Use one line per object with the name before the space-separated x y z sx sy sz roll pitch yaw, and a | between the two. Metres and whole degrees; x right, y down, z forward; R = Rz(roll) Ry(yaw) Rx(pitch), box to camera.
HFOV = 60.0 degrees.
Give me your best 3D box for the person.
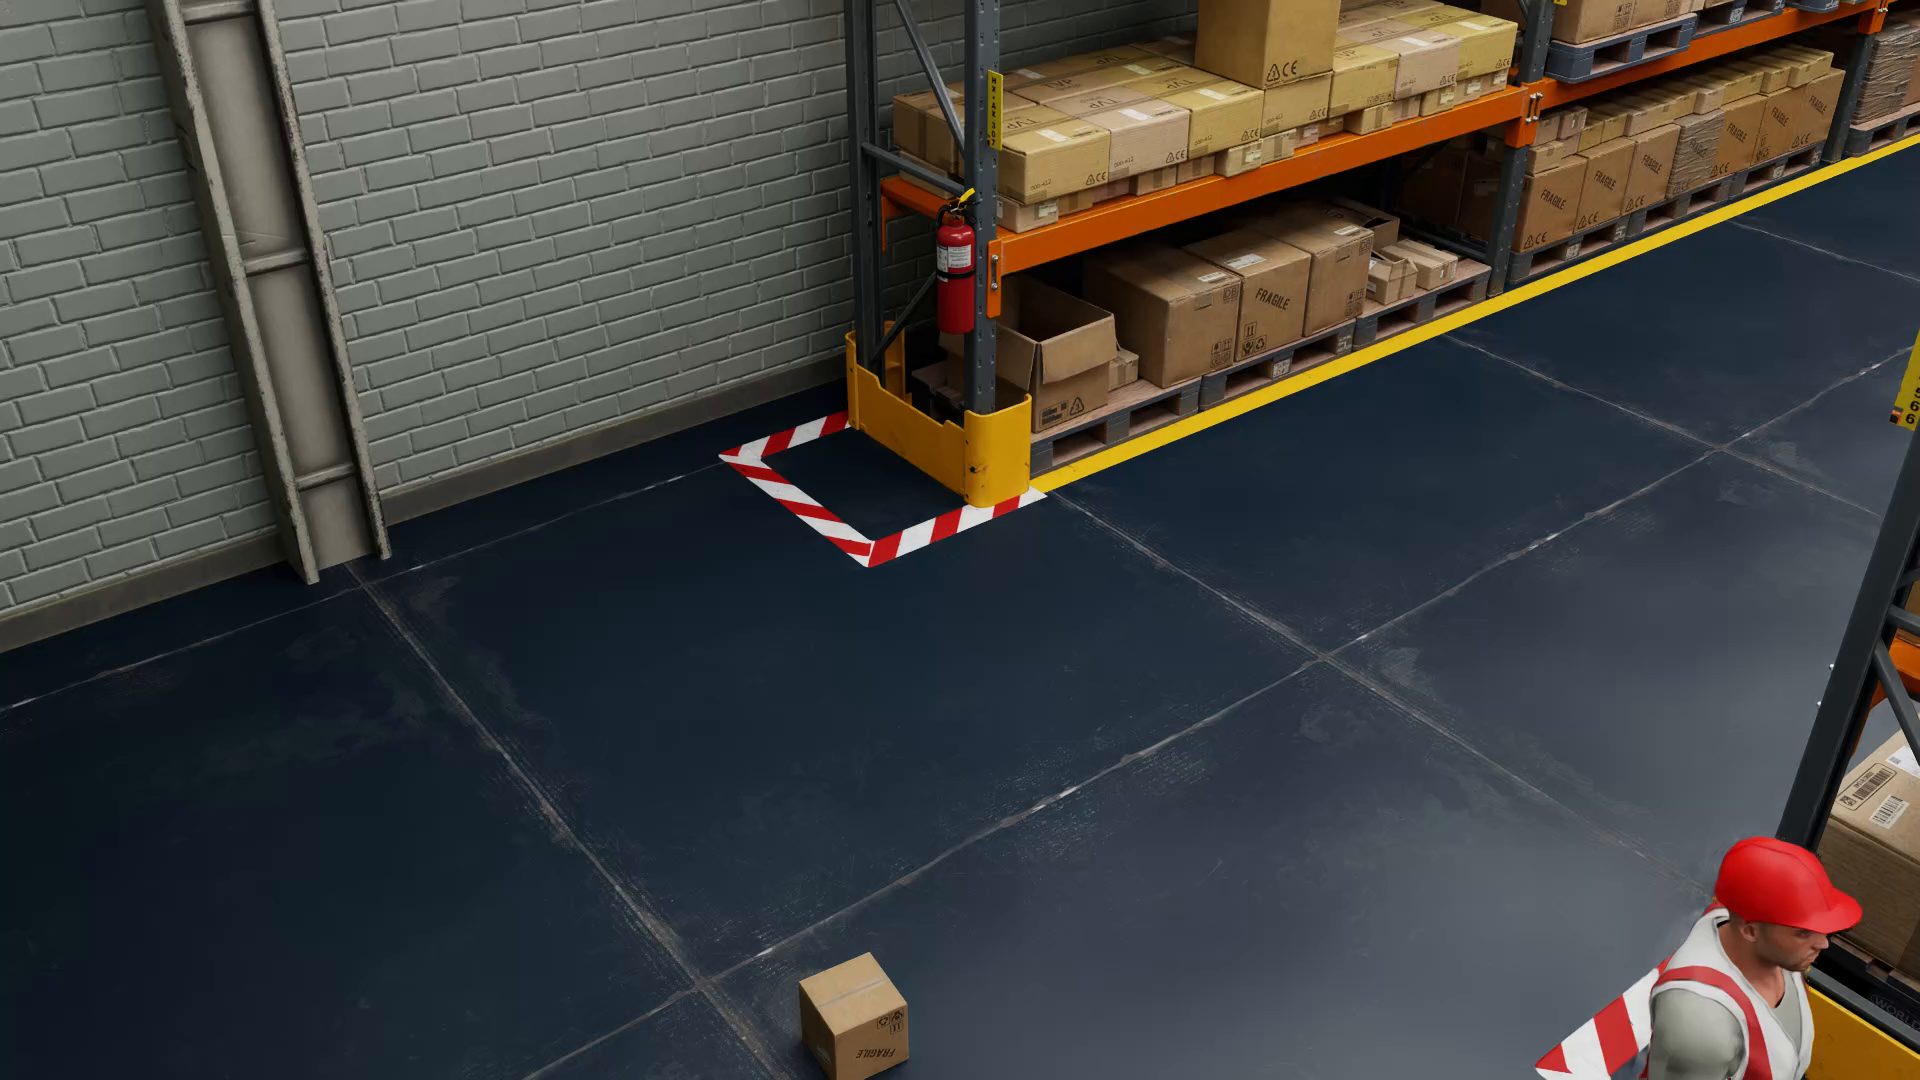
person | 1.670 1.384 3.878 0.568 1.757 0.940 -26 40 -35
